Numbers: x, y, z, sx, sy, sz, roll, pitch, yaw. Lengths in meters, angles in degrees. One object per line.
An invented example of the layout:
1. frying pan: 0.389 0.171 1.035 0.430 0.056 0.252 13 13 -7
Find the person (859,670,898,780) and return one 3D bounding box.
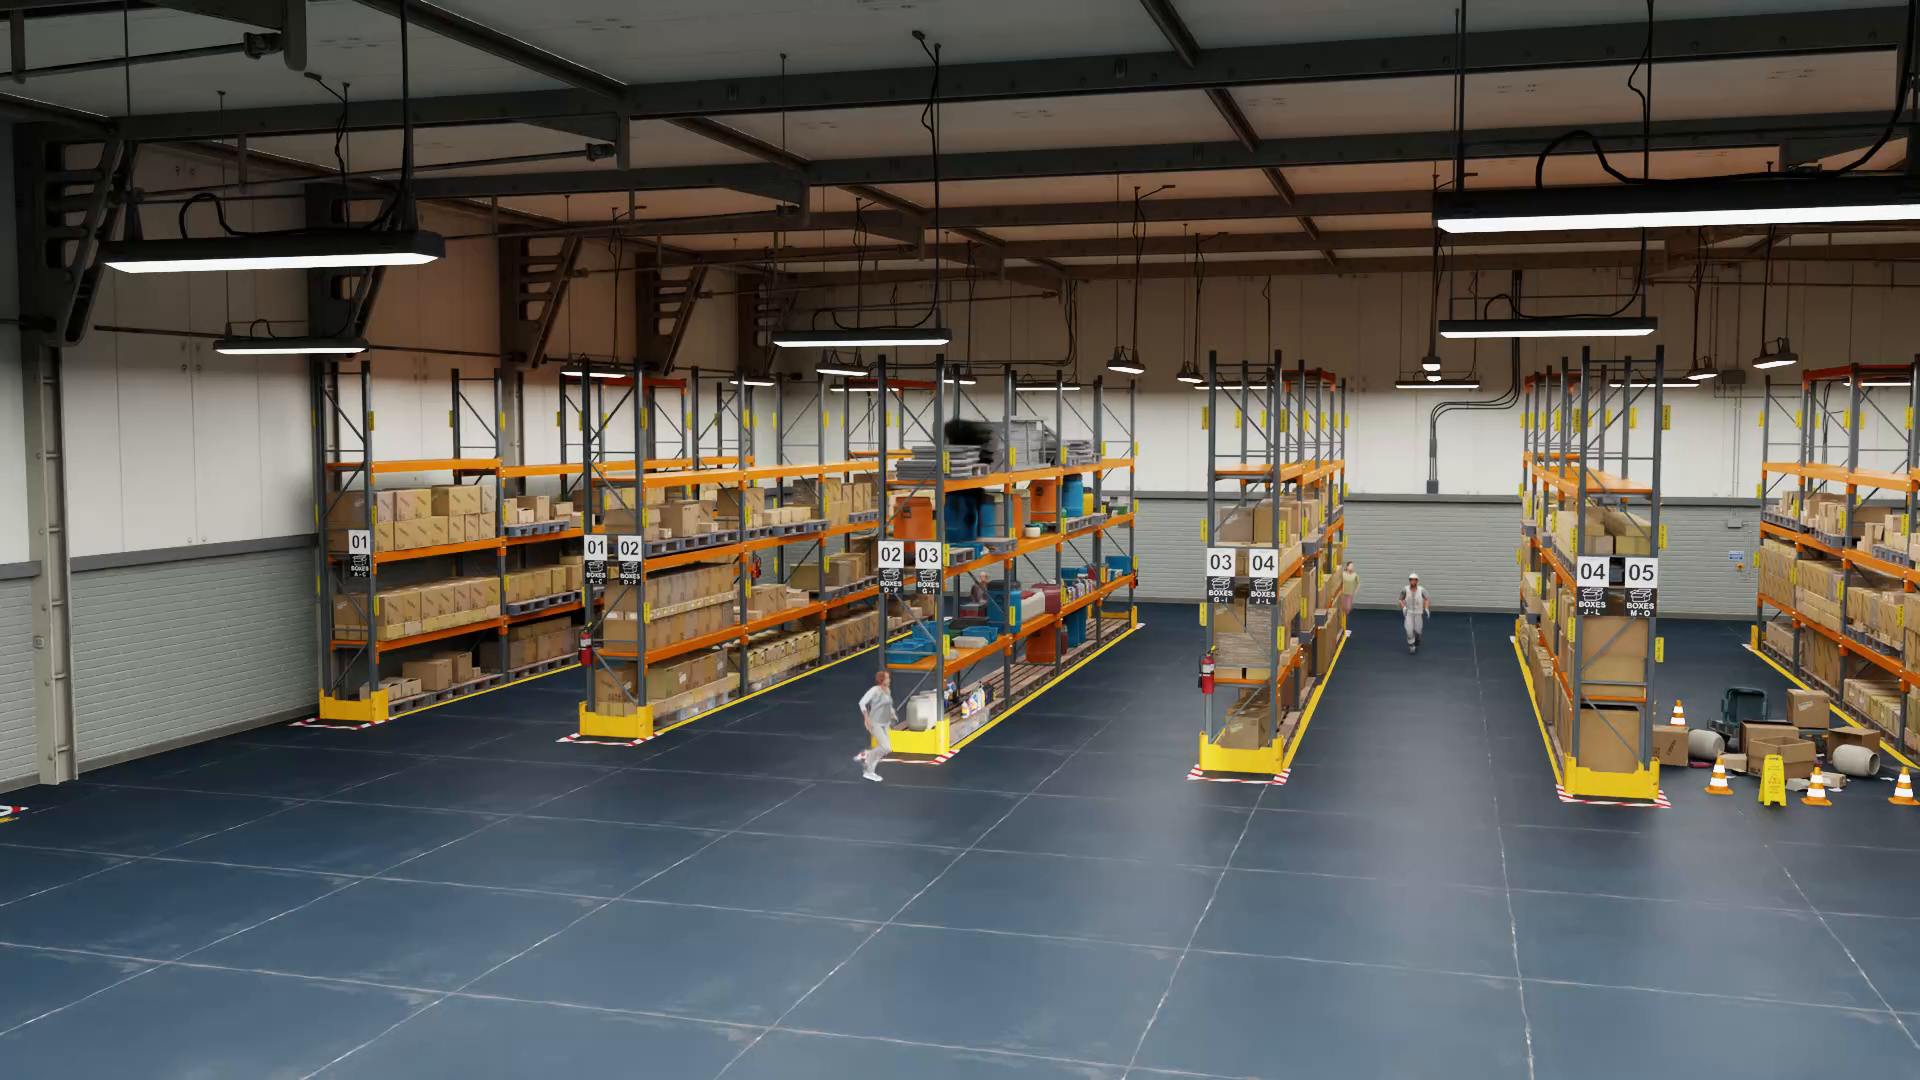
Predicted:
1. person: -1.144 2.581 23.121 0.506 1.558 0.611 3 5 37

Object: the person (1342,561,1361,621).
1. person: 9.394 1.320 40.298 0.641 1.621 0.554 0 4 -4

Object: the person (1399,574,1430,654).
1. person: 9.782 1.582 35.831 0.651 1.728 0.630 1 4 15

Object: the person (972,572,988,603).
1. person: 0.493 1.577 35.621 0.679 1.807 0.776 1 4 20
